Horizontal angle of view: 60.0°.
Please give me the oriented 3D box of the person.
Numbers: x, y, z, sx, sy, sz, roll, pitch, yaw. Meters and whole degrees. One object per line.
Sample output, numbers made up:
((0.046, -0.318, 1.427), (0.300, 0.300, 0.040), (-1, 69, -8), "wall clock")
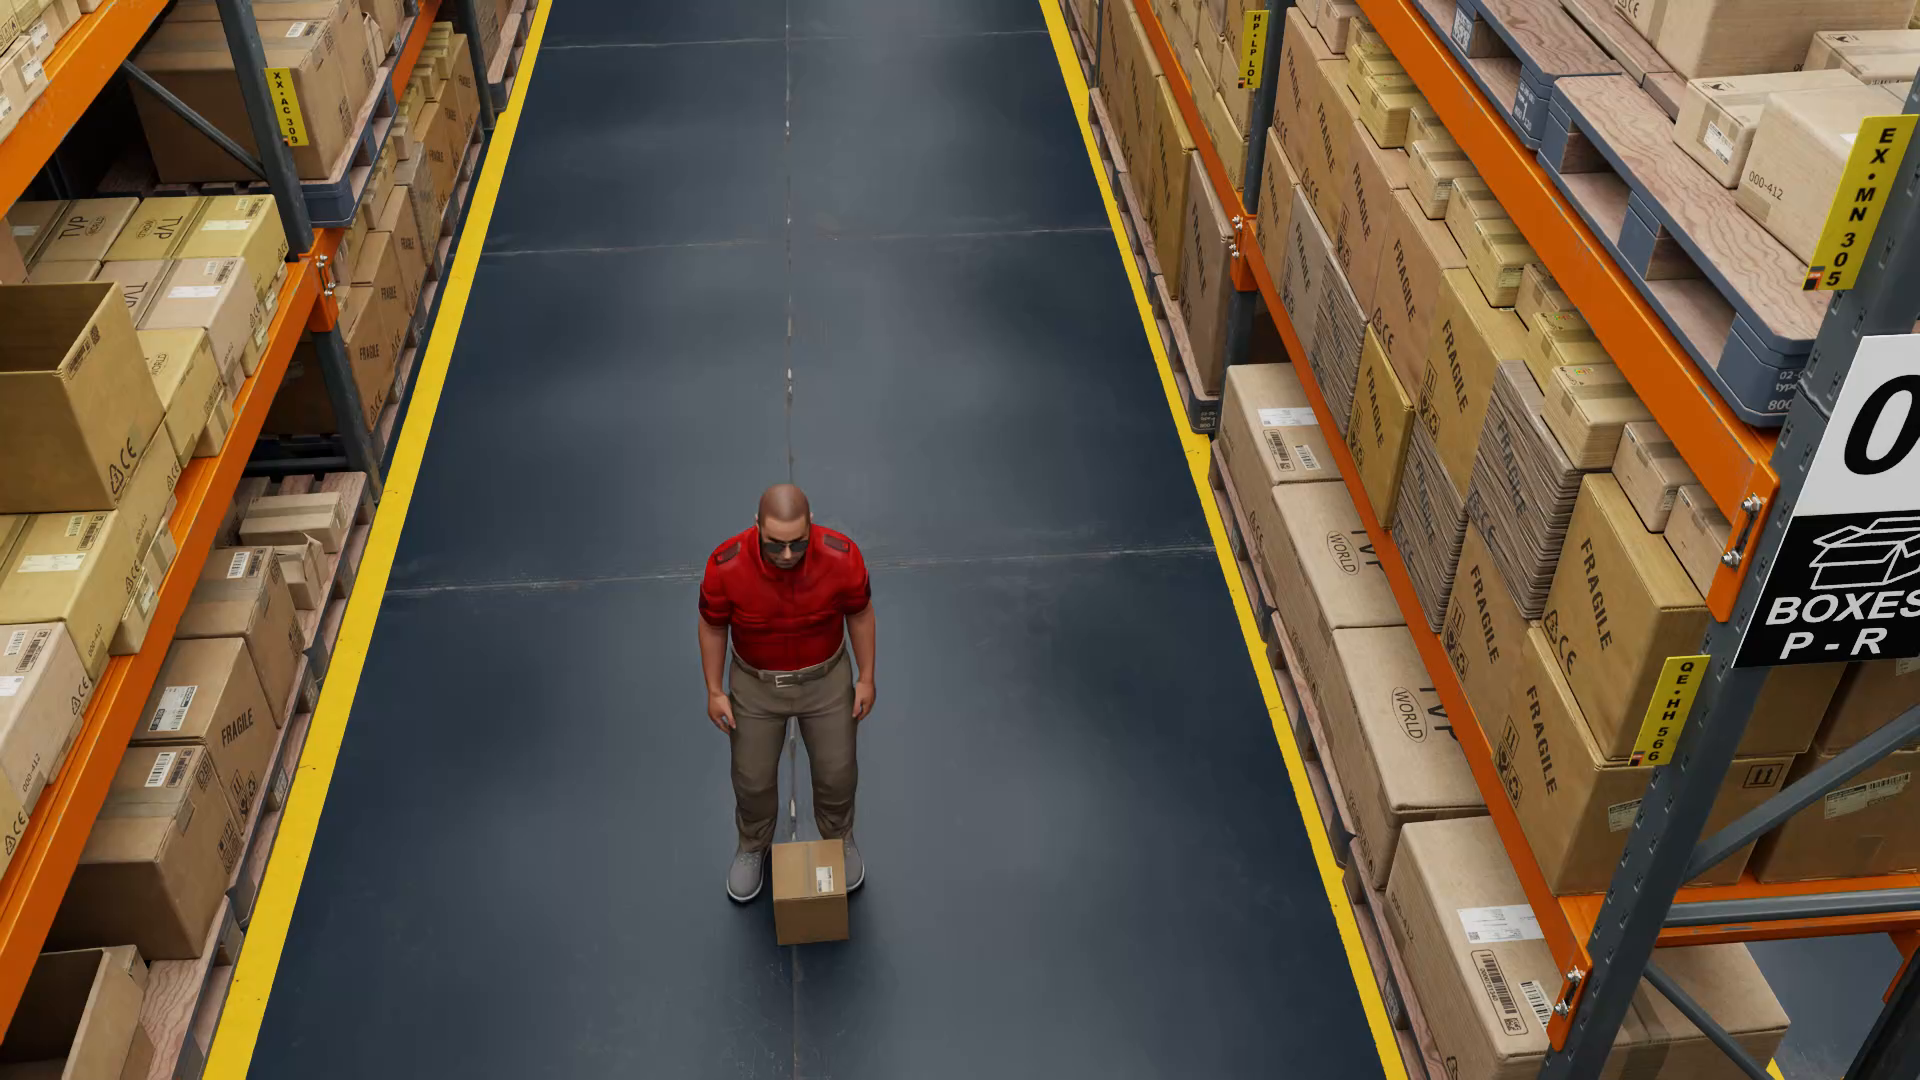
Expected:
((-0.563, 0.491, 5.556), (0.584, 1.725, 0.391), (-5, 39, -6), "person")
